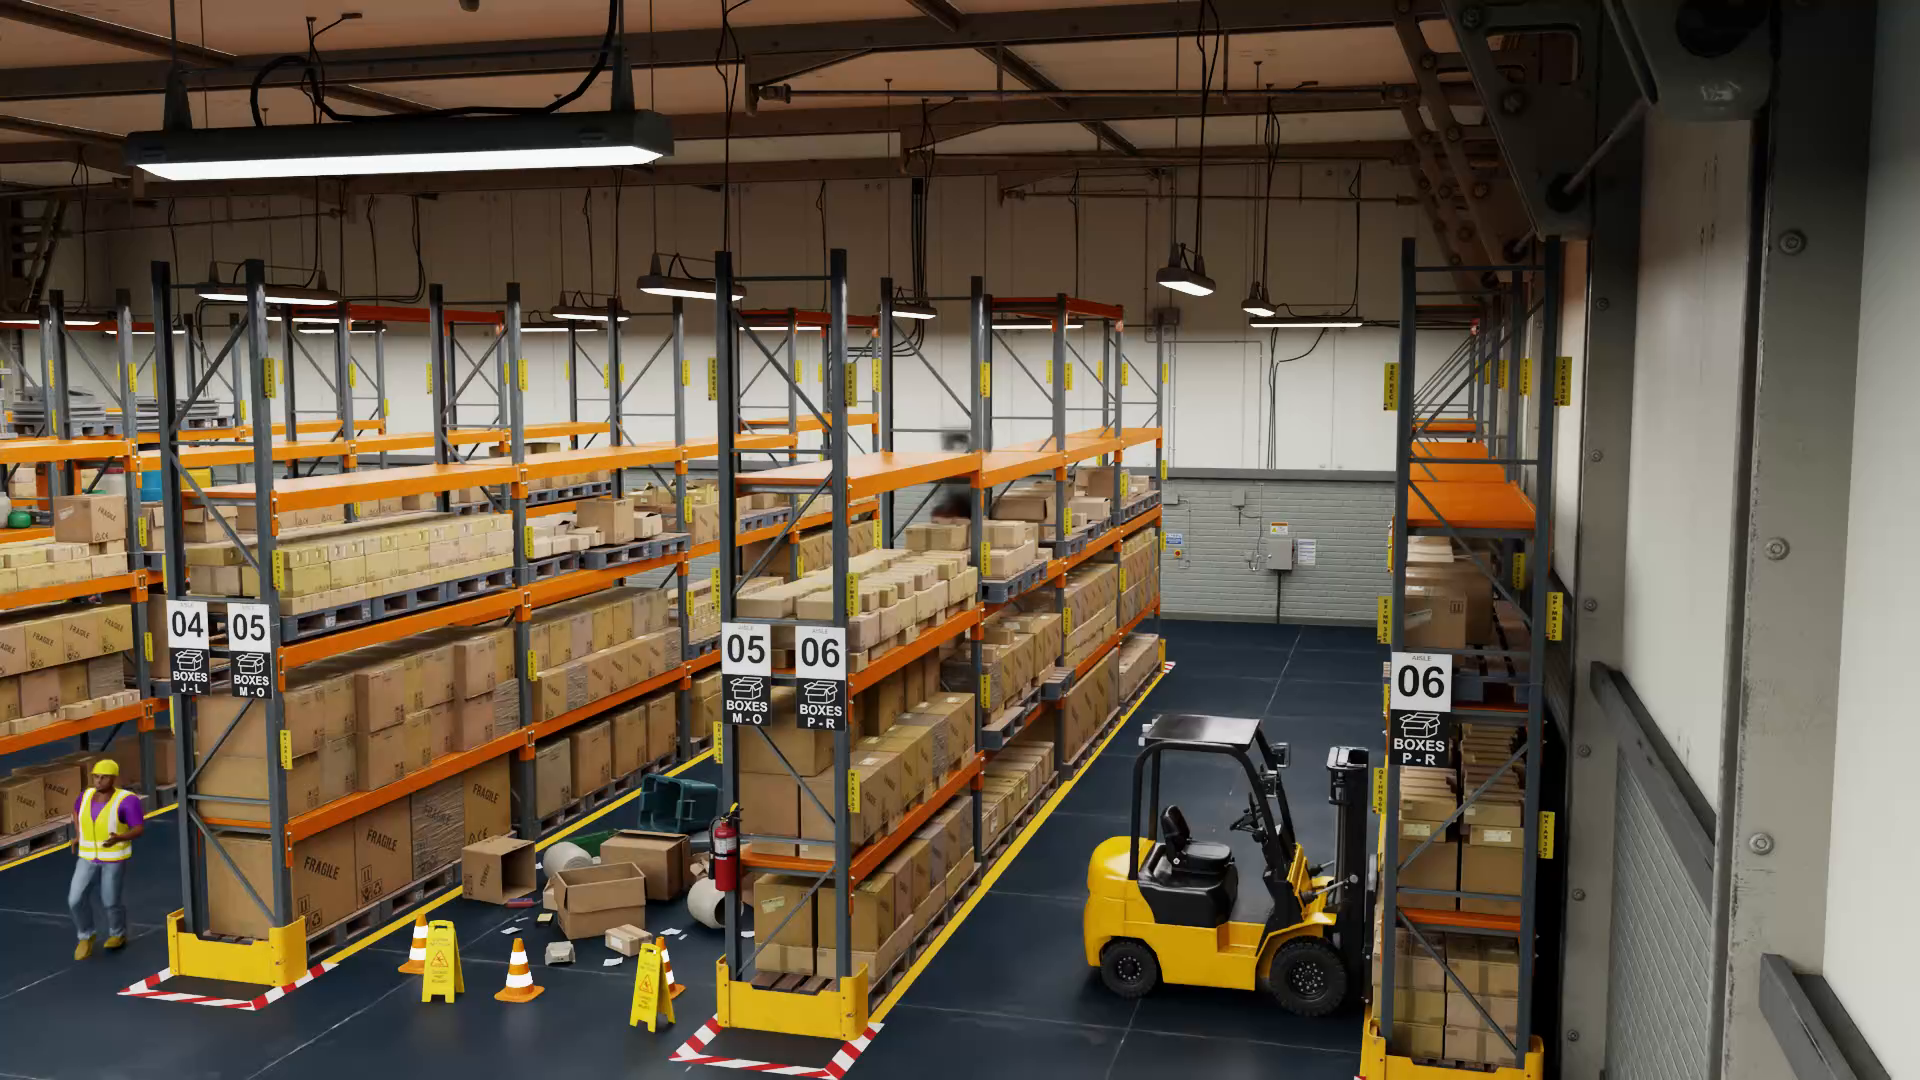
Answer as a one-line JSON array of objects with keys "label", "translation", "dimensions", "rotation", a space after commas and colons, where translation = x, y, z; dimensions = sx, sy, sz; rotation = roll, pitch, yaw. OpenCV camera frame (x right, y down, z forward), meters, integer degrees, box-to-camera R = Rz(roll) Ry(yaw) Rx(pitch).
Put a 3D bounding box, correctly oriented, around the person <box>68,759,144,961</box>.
[{"label": "person", "translation": [-7.459, 2.785, 14.478], "dimensions": [0.696, 1.773, 0.702], "rotation": [0, 6, -2]}]
